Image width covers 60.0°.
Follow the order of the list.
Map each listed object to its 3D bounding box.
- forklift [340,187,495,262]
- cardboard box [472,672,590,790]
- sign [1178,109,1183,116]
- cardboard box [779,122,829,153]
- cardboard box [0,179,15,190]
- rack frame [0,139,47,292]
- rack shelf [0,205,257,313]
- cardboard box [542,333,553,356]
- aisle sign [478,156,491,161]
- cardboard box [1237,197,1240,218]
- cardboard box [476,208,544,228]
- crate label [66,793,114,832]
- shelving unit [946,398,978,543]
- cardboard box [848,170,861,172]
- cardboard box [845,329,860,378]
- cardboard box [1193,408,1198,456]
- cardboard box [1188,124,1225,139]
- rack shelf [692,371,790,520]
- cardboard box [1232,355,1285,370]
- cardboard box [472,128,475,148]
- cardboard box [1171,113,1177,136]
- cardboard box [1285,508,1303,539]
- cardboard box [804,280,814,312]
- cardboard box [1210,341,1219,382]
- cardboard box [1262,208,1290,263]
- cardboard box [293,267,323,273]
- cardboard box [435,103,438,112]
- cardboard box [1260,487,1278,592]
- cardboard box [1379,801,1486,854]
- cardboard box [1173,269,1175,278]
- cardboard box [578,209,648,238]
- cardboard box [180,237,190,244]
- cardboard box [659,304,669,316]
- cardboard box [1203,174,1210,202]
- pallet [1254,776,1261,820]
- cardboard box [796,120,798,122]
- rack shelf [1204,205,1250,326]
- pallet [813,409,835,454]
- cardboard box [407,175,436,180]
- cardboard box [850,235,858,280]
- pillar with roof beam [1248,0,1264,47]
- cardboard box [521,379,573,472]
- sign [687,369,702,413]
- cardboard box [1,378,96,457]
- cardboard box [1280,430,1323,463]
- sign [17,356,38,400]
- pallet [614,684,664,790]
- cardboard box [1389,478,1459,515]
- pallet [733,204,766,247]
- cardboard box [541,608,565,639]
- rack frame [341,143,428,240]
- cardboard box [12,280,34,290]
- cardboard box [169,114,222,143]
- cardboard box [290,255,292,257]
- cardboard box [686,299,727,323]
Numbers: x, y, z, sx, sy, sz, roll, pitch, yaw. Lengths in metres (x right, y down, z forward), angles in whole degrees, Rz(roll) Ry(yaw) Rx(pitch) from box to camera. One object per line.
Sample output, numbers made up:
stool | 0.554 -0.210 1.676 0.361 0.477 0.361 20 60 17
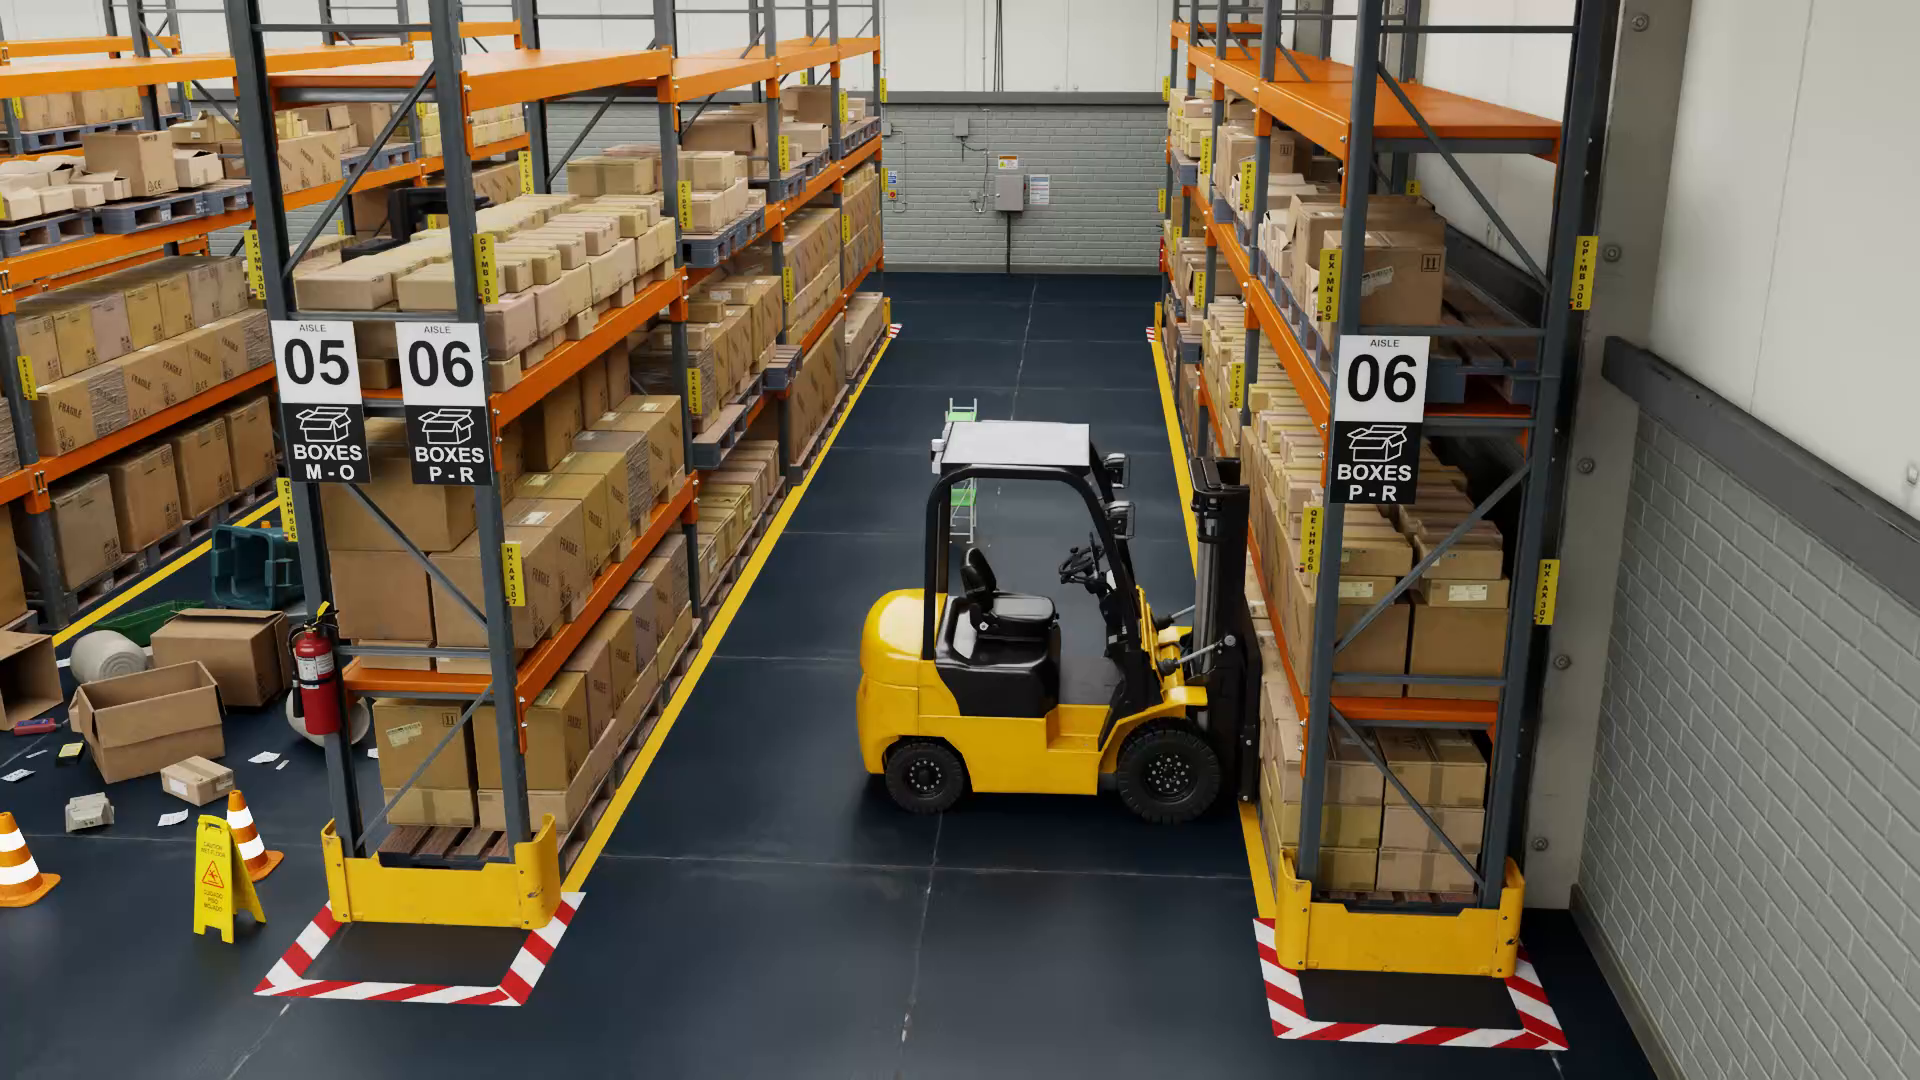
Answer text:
forklift | -4.938 -1.726 15.483 1.130 2.935 3.031 2 18 7
cardboard box | -2.411 1.070 9.378 0.500 0.500 0.500 1 18 2
sign | 2.524 -4.727 18.885 0.100 0.325 0.005 1 18 4
cardboard box | -1.739 -4.460 18.369 0.500 0.311 0.500 1 18 4
cardboard box | -7.513 -2.575 12.552 0.500 0.250 0.500 1 18 5
rack frame | -11.770 -3.377 20.413 1.000 3.000 0.127 1 18 4
rack shelf | -7.260 -2.455 13.937 1.077 0.370 4.000 1 18 4
cardboard box | -2.422 -1.073 8.968 0.380 0.149 0.250 1 18 4
aisle sign | -6.837 -5.742 23.455 0.394 0.787 0.004 1 18 4
cardboard box | 2.268 -2.463 12.374 0.380 0.149 0.250 1 18 4
cardboard box | -2.870 -2.022 10.581 0.380 0.149 0.250 1 18 4
crate label | -5.139 1.604 9.807 0.250 0.136 0.298 -9 20 -25
shelving unit | 0.012 -0.622 14.893 0.258 1.200 0.503 1 18 4
cardboard box | -1.502 -4.795 21.931 0.380 0.149 0.250 1 18 3
cardboard box | -1.734 -2.331 20.659 0.875 0.438 0.875 1 18 3
cardboard box | 2.641 -1.107 16.824 0.500 0.500 0.500 1 18 3
cardboard box | 2.583 -4.256 17.368 0.380 0.149 0.250 1 18 4
rack shelf | -2.316 -0.951 14.162 1.077 0.370 4.000 1 18 4
cardboard box | 2.333 -1.349 13.019 0.380 0.149 0.250 1 18 3
cardboard box | -6.450 -5.044 20.924 0.500 0.250 0.500 2 18 6
cardboard box | 2.983 -5.336 21.335 0.500 0.250 0.500 1 18 2
cardboard box | 2.020 -0.109 9.236 0.380 0.149 0.250 1 18 2
cardboard box | -1.804 -2.547 17.316 0.500 0.250 0.500 1 18 4
cardboard box | 2.411 -1.520 14.184 0.500 0.250 0.500 1 18 3
cardboard box | 2.189 -1.939 10.514 0.500 0.311 0.500 2 18 5
cardboard box | -6.832 -2.737 17.232 0.380 0.149 0.250 1 18 2
cardboard box | -6.554 -5.264 20.152 0.380 0.149 0.250 1 18 3
cardboard box | 2.087 -0.002 9.952 0.500 0.500 0.500 1 18 4
cardboard box | 2.446 1.409 8.745 0.500 0.250 0.500 2 18 5
cardboard box | 2.864 -3.355 20.748 0.380 0.149 0.250 1 18 3
cardboard box | -2.202 -2.008 10.540 0.380 0.149 0.250 2 18 6
cardboard box | -11.198 -4.301 23.637 0.380 0.149 0.250 1 18 4
cardboard box | -2.541 -1.685 13.936 0.500 0.500 0.500 1 18 2
cardboard box | 2.573 -3.323 15.671 0.500 0.250 0.500 1 18 2
pallet | 2.308 1.389 10.344 1.003 0.211 1.213 1 18 4
cardboard box | -2.140 -4.997 20.106 0.380 0.149 0.250 2 18 5
rack shelf | 2.635 -2.266 13.361 1.077 0.370 4.000 1 18 4
pallet | -1.951 -1.210 18.276 1.003 0.211 1.213 1 18 4
cardboard box | -6.984 -4.371 21.200 0.500 0.500 0.500 2 18 5
cardboard box | -1.551 -3.500 20.626 0.500 0.500 0.500 1 18 4
pillar with roof beam | 0.151 -8.053 25.048 9.100 9.000 0.400 1 18 4
cardboard box | -2.775 -0.726 10.078 0.700 0.500 0.500 1 18 4
sign | -1.917 -1.073 11.990 0.100 0.325 0.005 1 18 4
cardboard box | -7.098 -0.955 12.861 0.500 0.500 0.500 1 18 5
cardboard box | 2.160 -0.565 10.149 0.380 0.149 0.250 1 18 4
sign | -6.850 -1.188 12.213 0.100 0.325 0.005 1 18 4
pallet | -2.557 1.243 10.790 1.003 0.211 1.213 1 18 4
cardboard box | 2.526 -0.238 9.152 0.380 0.149 0.250 2 18 6
pallet | -2.237 -2.519 13.278 1.213 0.211 1.003 1 18 4
cardboard box | -2.411 0.430 9.197 0.380 0.149 0.250 1 18 2
rack frame | -6.830 -3.235 19.979 1.000 3.000 0.127 1 18 4
cardboard box | -11.531 -3.273 19.935 0.500 0.500 0.500 1 18 4
cardboard box | -7.347 -3.961 15.987 0.396 0.266 0.258 1 18 4
cardboard box | -7.425 -3.001 18.037 0.380 0.149 0.250 2 18 6
cardboard box | -2.098 -1.846 13.385 0.380 0.149 0.250 2 18 7
